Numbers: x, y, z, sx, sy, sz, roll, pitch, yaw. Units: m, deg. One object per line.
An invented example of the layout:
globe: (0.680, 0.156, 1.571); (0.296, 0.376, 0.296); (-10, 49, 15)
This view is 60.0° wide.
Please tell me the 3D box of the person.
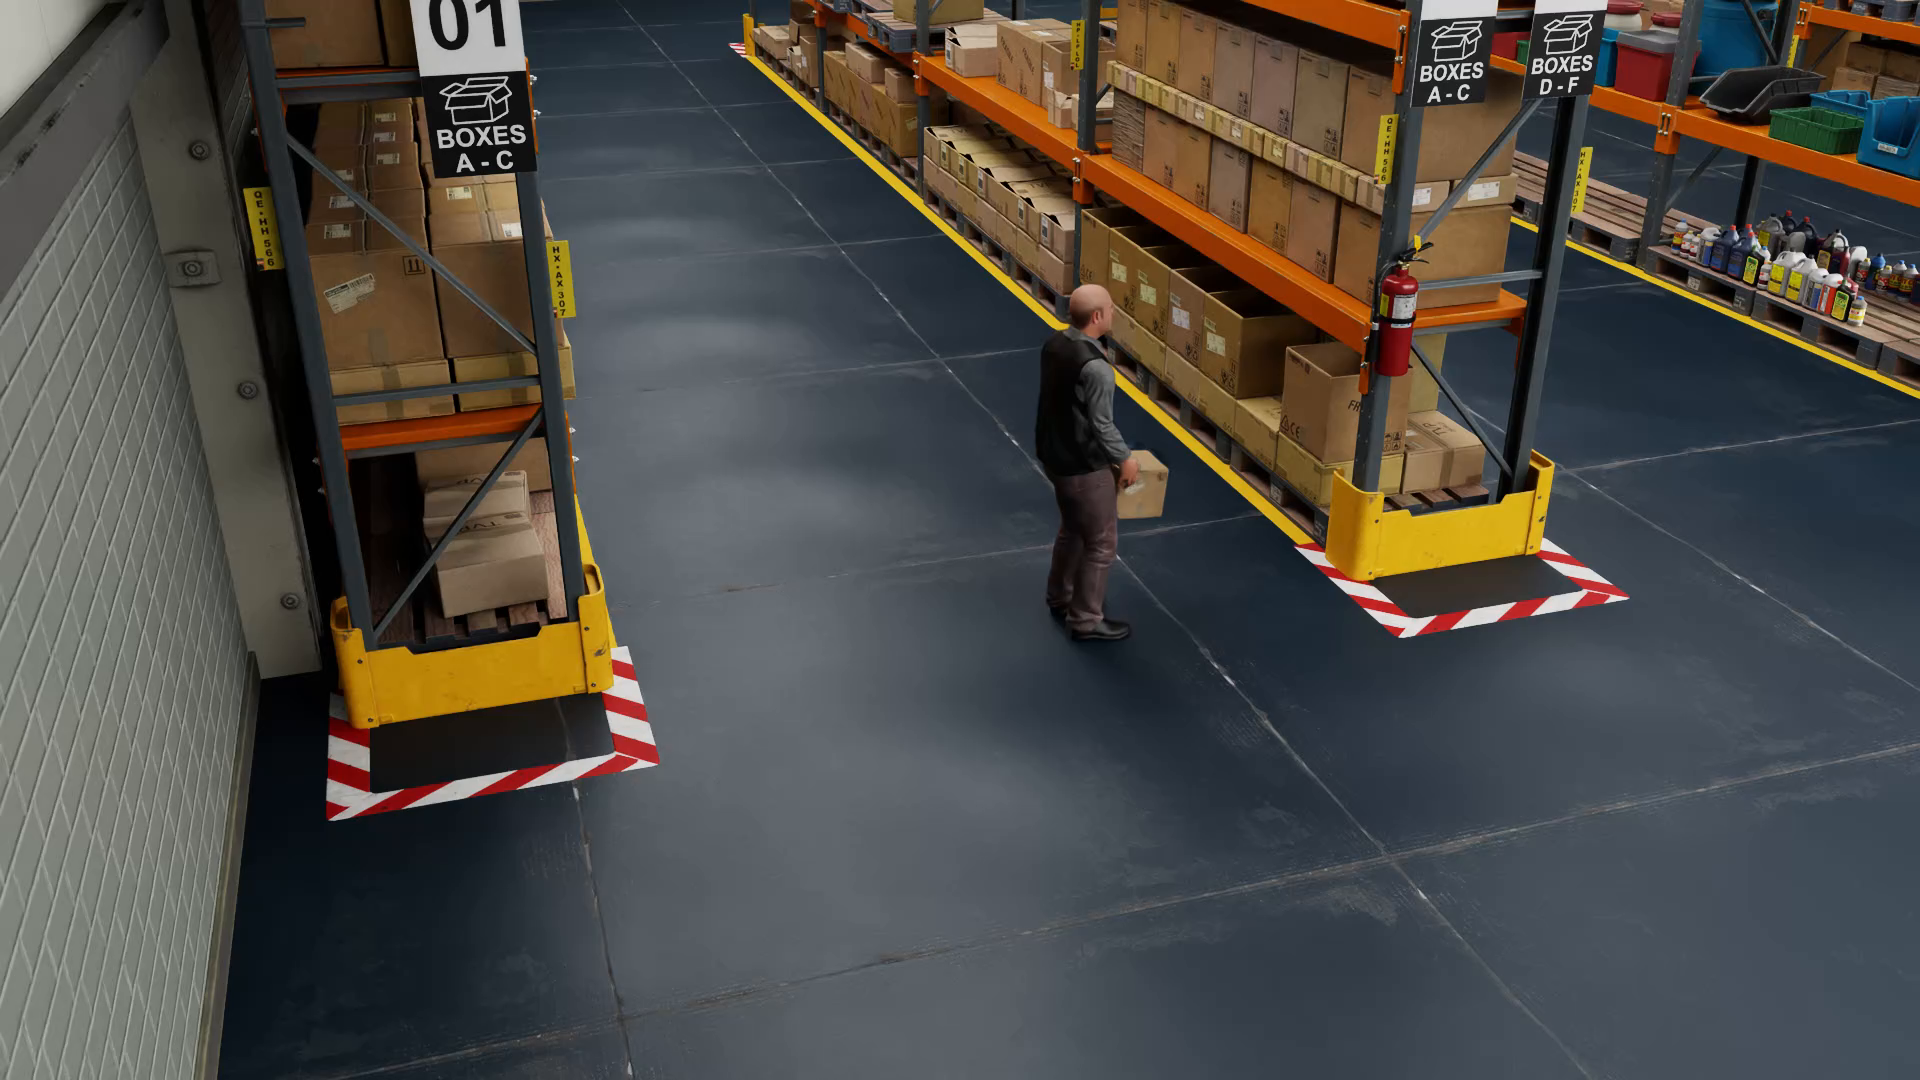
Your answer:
person: (0.585, -0.375, 7.898); (0.446, 1.727, 0.551); (-9, 27, -17)
